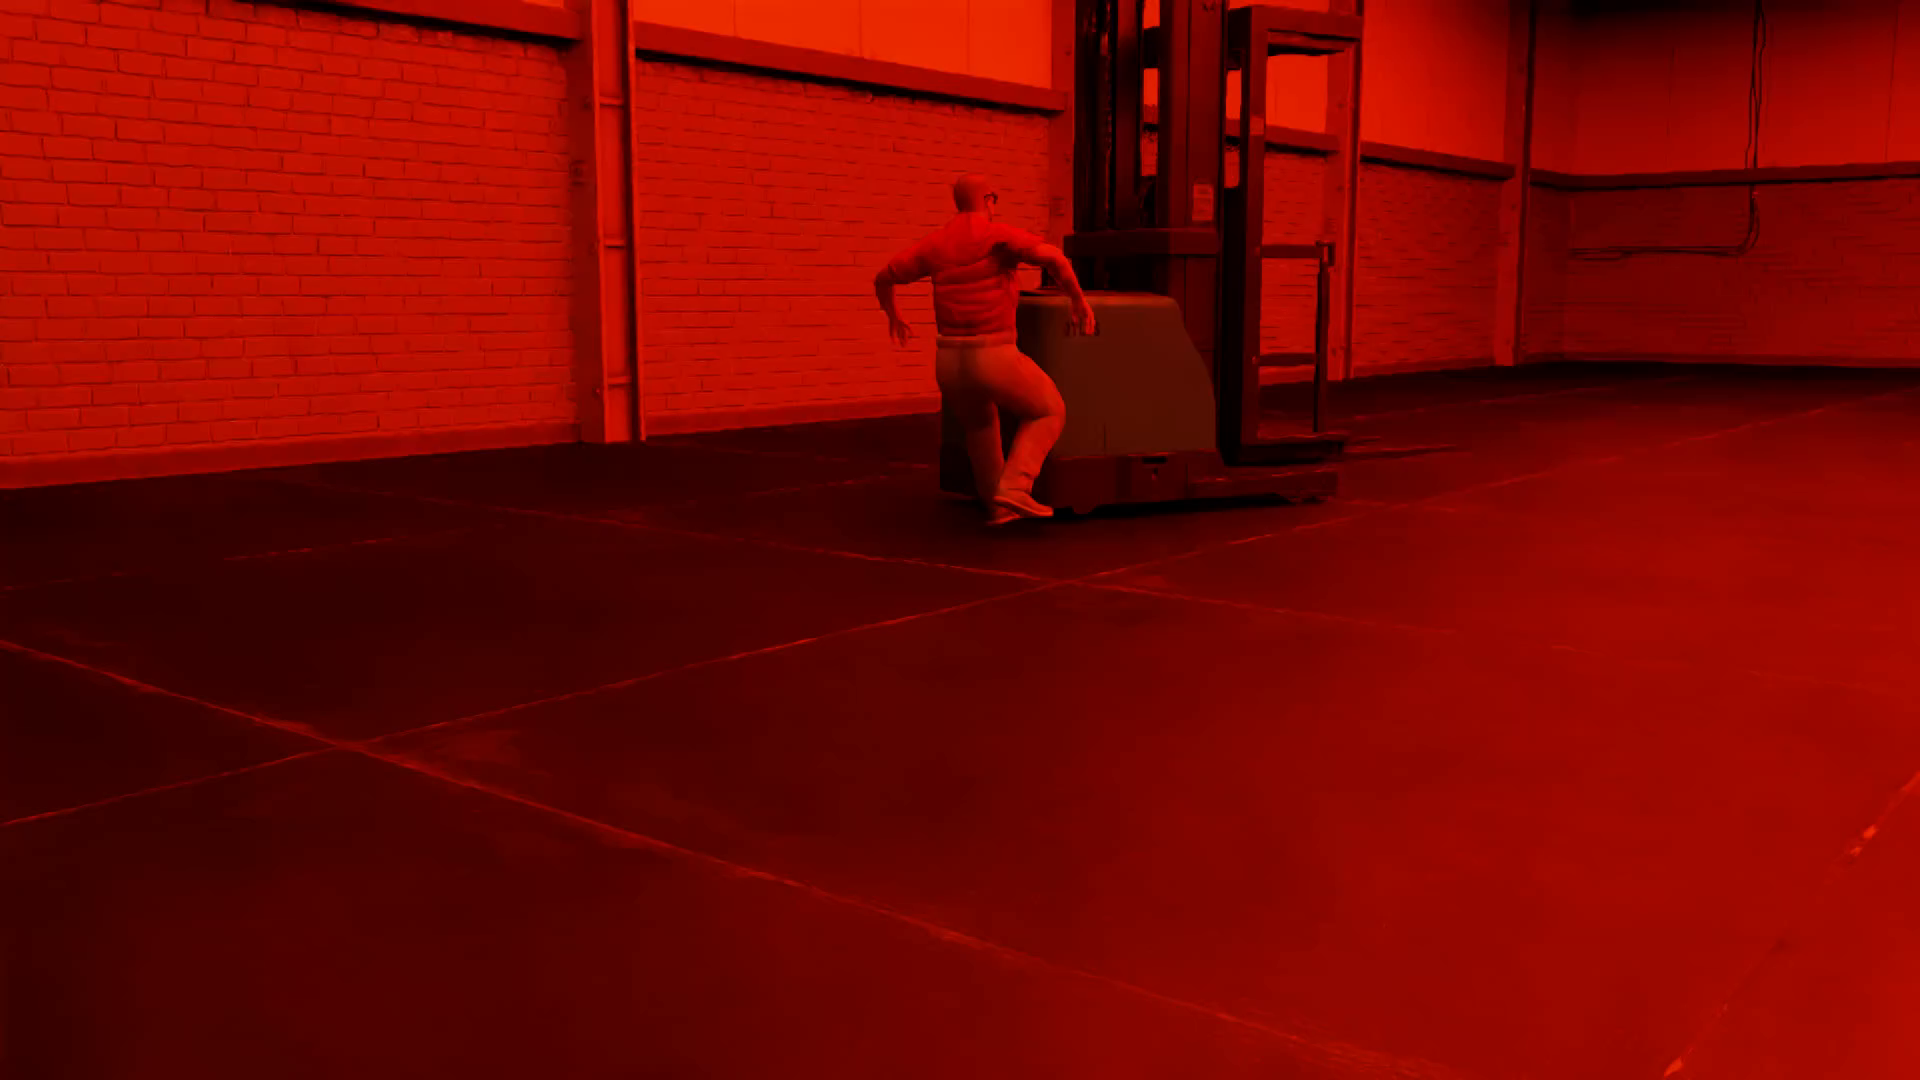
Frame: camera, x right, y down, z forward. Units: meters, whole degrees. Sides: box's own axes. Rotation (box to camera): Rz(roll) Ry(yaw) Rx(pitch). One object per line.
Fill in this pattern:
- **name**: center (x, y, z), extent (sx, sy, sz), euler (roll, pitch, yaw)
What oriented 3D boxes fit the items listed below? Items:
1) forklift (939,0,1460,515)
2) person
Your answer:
- **forklift**: center (1.417, -1.703, 8.919), extent (3.031, 2.935, 1.130), euler (-5, 10, -31)
- **person**: center (0.173, -0.847, 7.616), extent (1.029, 1.608, 0.814), euler (6, 10, 34)
